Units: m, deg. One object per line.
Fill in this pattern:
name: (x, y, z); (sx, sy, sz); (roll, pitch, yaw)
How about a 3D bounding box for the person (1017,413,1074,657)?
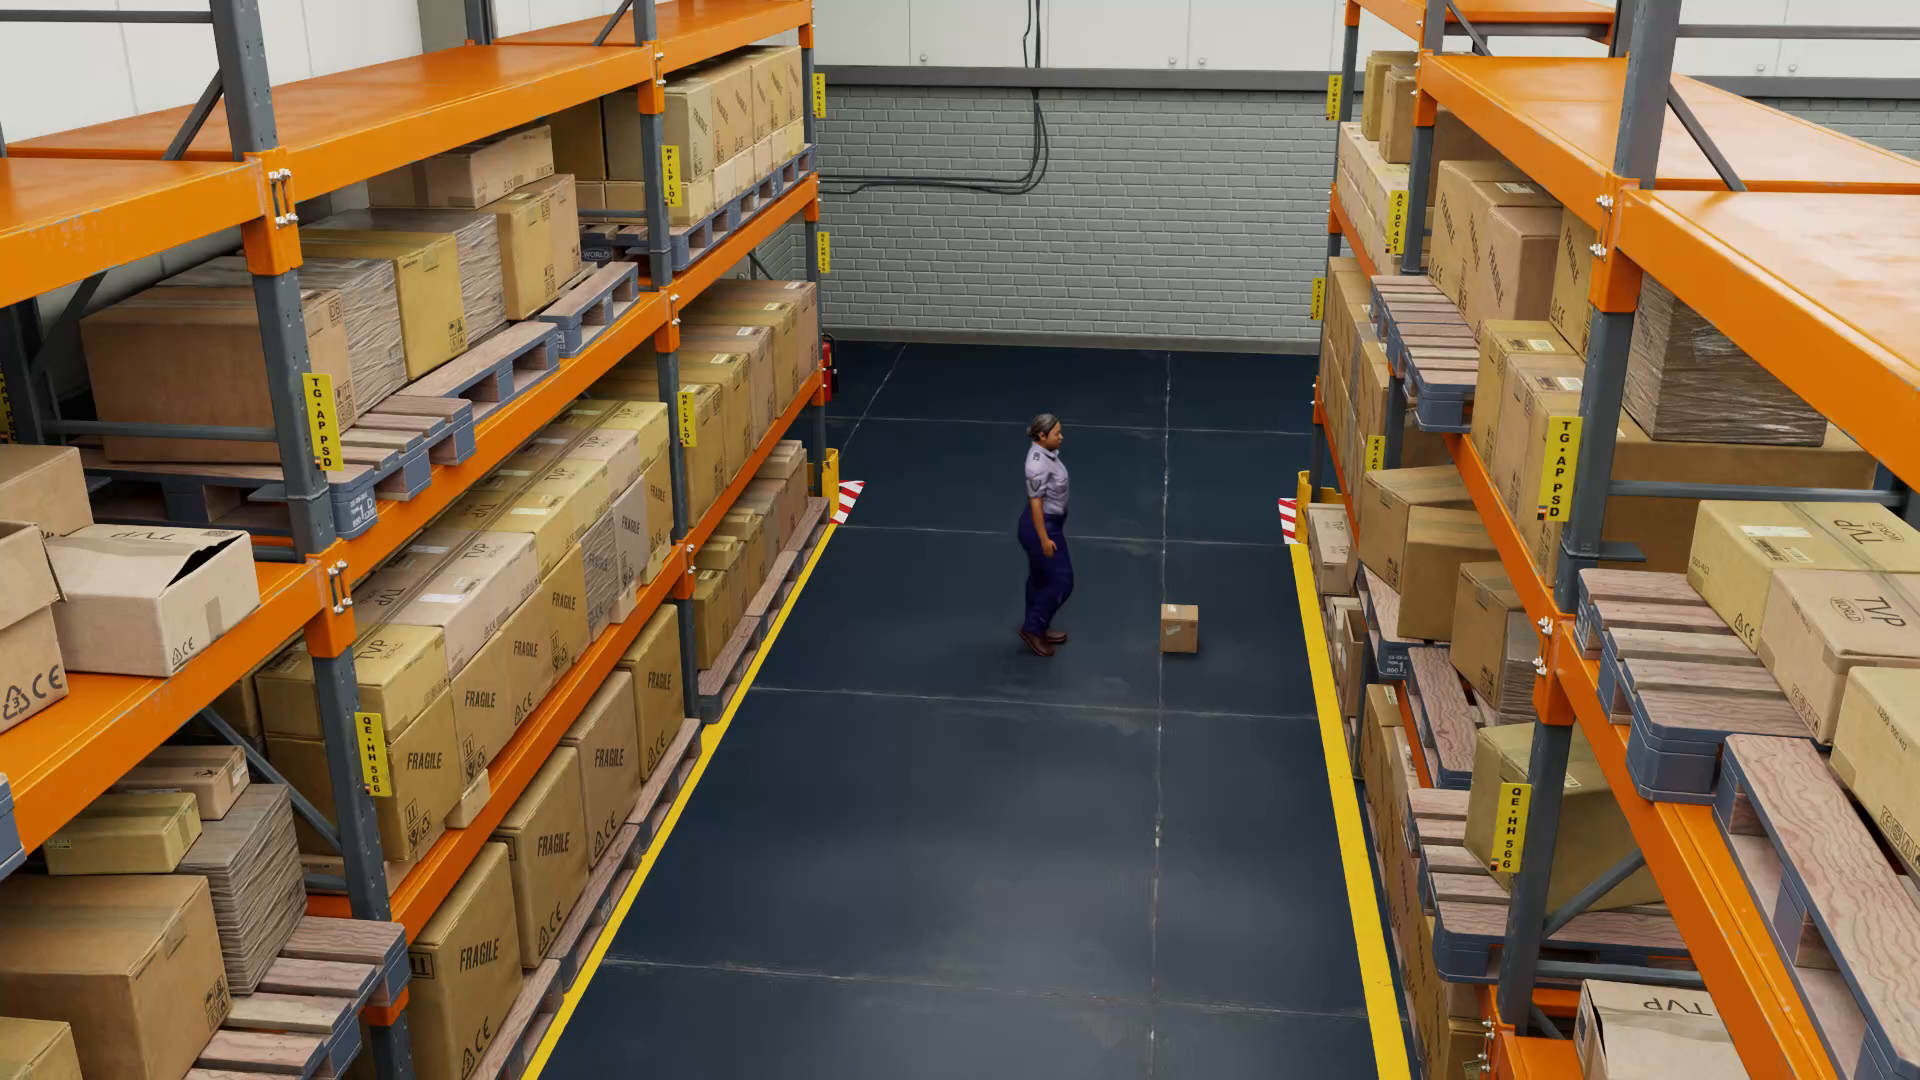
person: (0.587, -0.040, 11.253); (0.398, 1.648, 0.495); (2, 21, 6)
